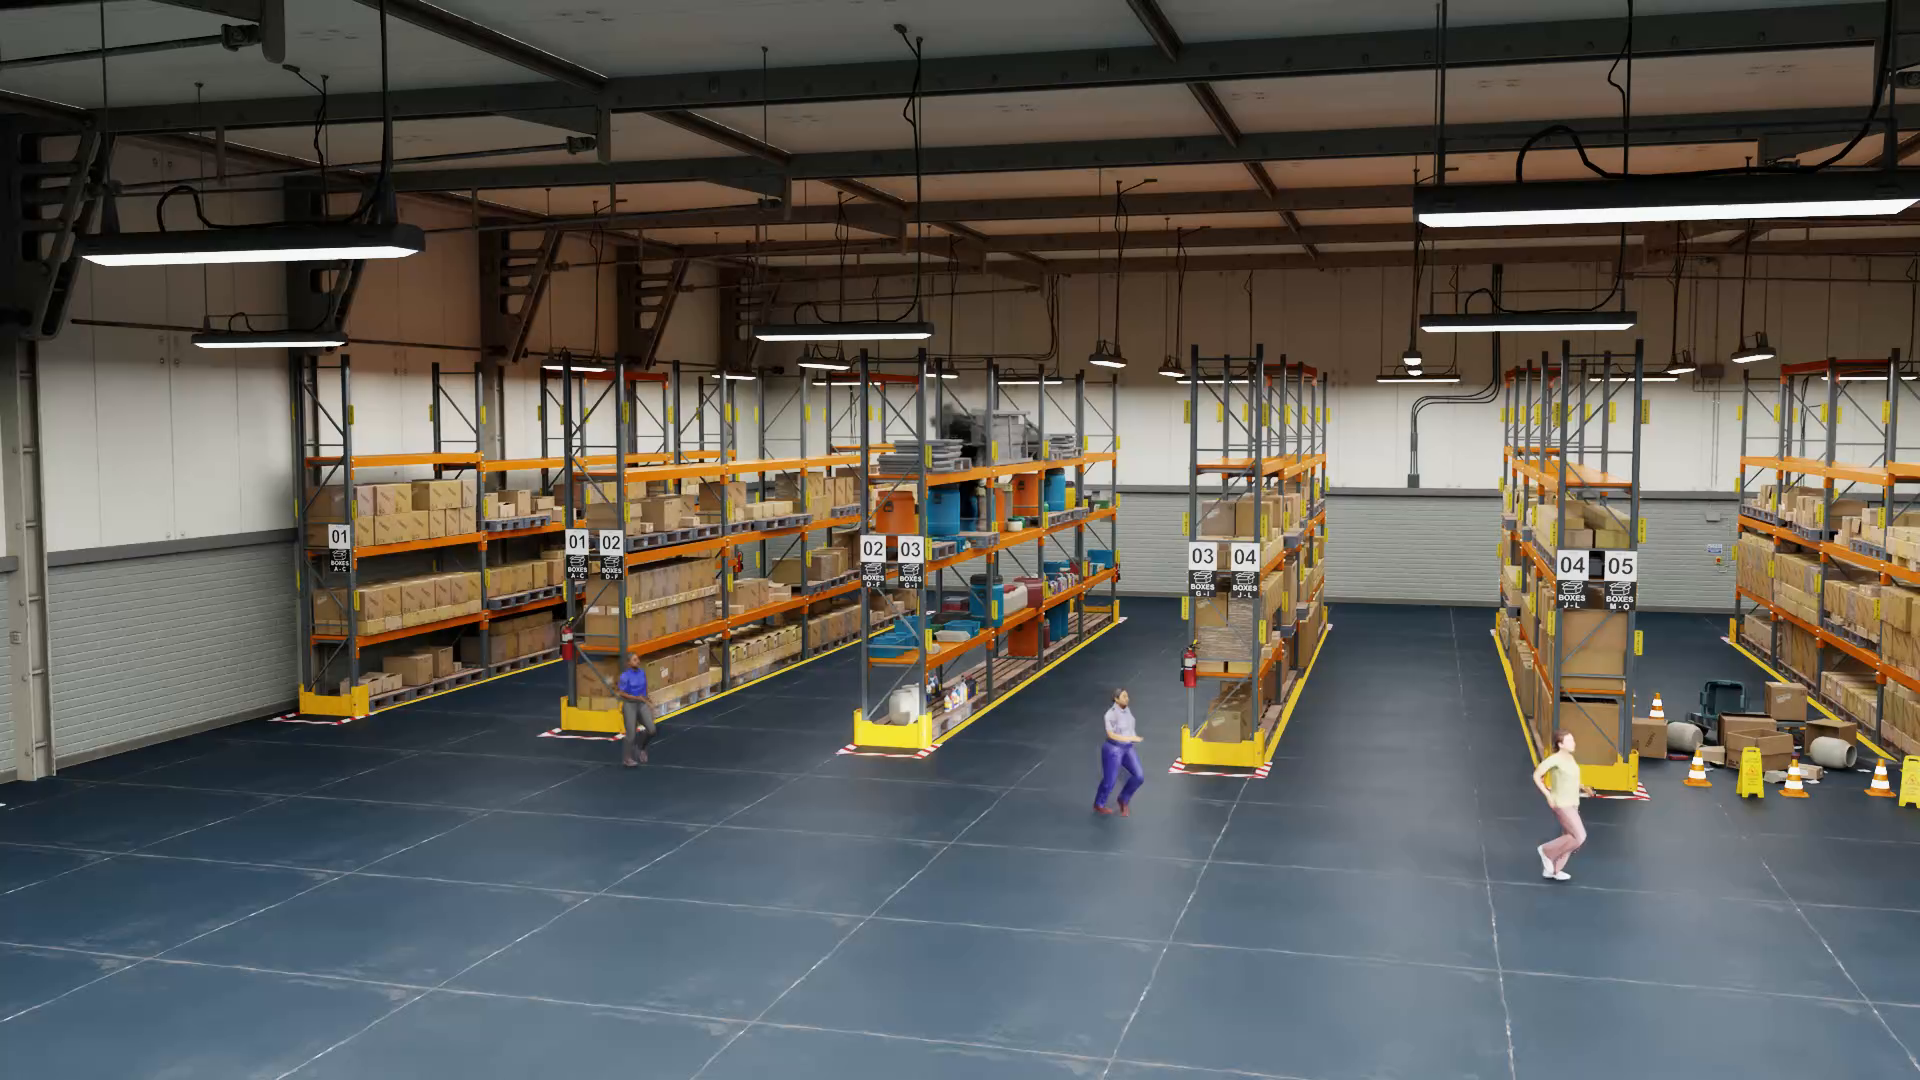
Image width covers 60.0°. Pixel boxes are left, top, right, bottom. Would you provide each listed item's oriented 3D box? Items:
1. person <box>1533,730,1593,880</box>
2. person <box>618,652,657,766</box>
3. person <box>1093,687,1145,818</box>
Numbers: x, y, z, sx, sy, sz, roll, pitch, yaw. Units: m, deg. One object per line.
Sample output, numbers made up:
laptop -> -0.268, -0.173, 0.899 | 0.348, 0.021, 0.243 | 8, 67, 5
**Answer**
person -> 6.505, 2.847, 17.813 | 0.567, 1.623, 0.537 | -4, 6, -41
person -> -4.577, 2.411, 23.676 | 0.615, 1.625, 0.596 | 4, 6, 44
person -> 1.990, 2.651, 20.635 | 0.573, 1.639, 0.760 | -4, 6, -45
